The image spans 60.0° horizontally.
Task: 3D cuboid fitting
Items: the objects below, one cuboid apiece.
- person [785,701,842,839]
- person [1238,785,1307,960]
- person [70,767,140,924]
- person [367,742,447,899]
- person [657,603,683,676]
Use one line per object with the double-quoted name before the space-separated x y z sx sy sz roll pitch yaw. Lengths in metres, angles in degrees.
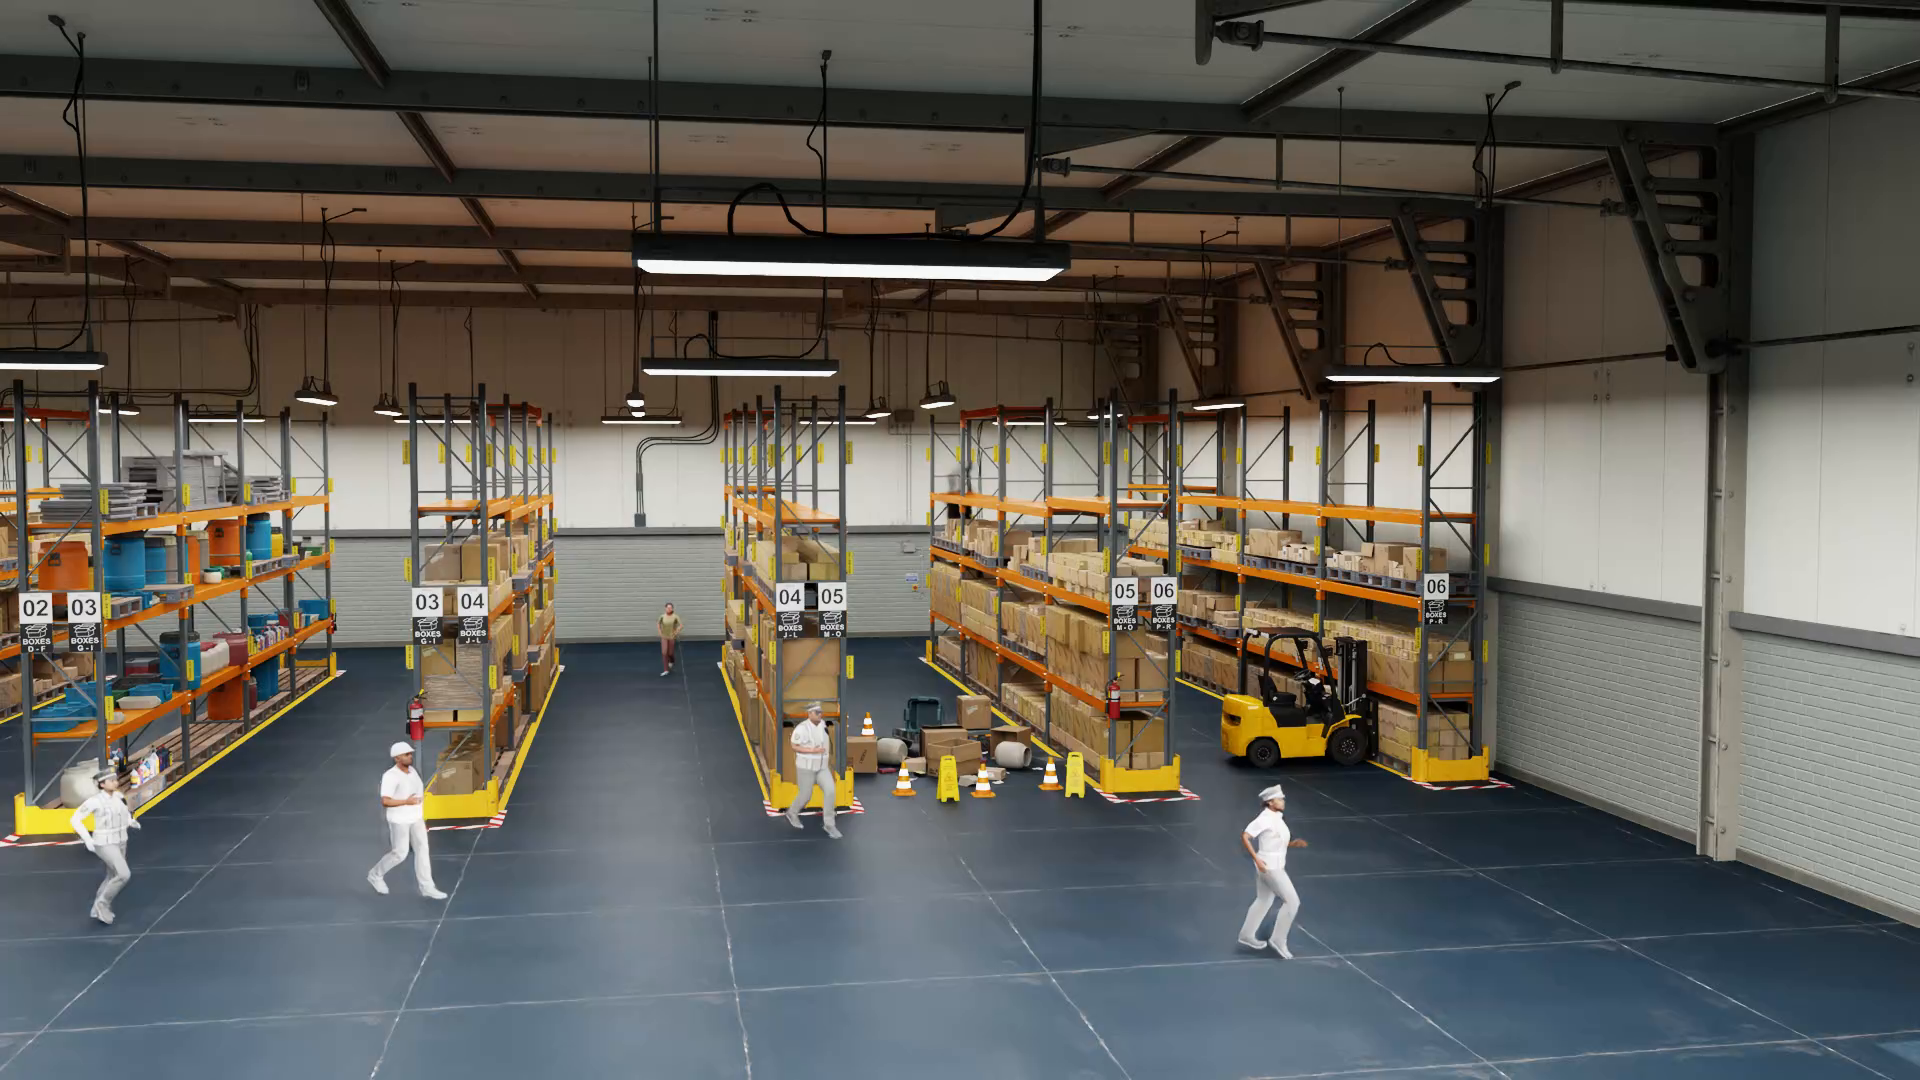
"person" -1.969 3.012 21.961 0.669 1.808 0.938 -3 4 -44
"person" 3.130 3.313 16.658 0.686 1.741 0.557 1 3 17
"person" -9.047 3.253 17.760 0.641 1.671 0.592 1 3 12
"person" -6.209 3.135 18.640 0.960 1.748 0.708 1 3 18
"person" -6.676 2.261 38.271 0.597 1.650 0.790 0 3 -3
